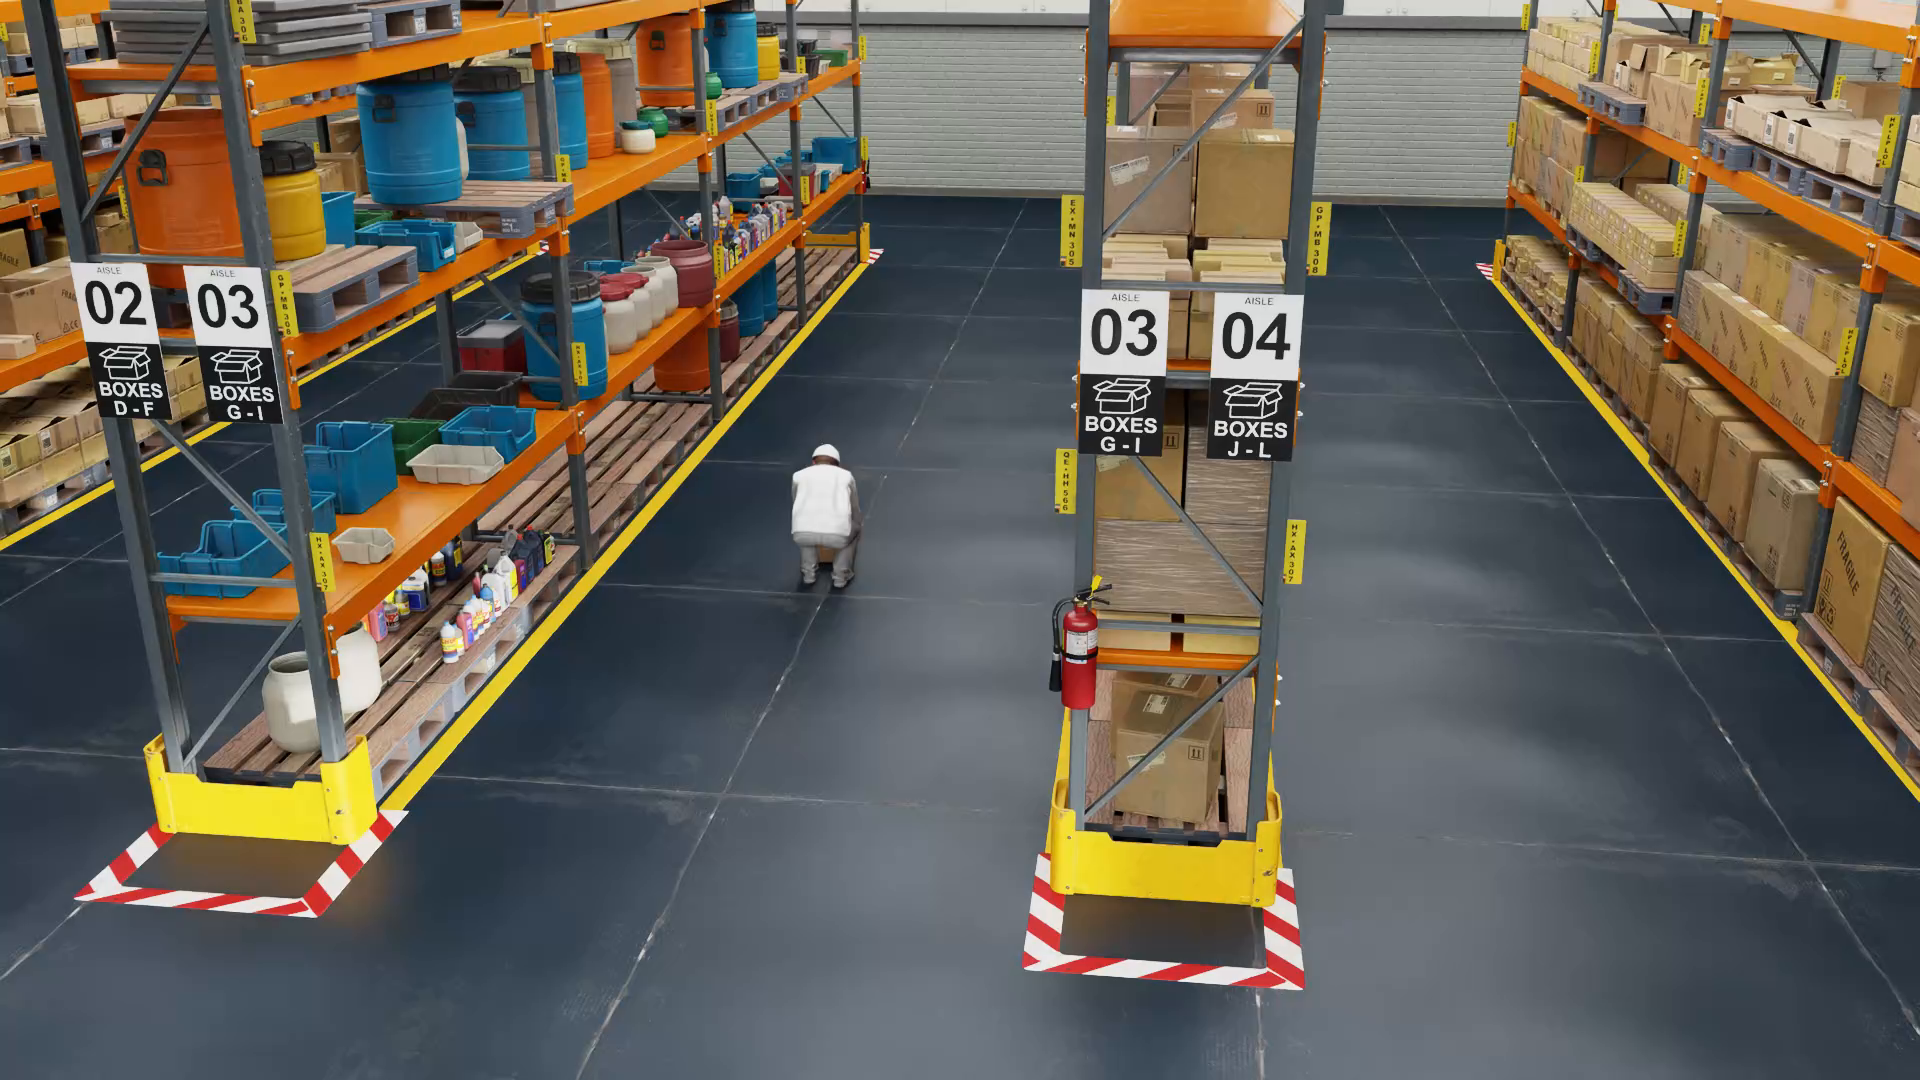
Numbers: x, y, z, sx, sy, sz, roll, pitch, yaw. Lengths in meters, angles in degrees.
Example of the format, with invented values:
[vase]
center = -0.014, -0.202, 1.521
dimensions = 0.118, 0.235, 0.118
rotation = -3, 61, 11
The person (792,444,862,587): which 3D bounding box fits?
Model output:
[person]
center = -1.030, -0.178, 12.694
dimensions = 0.535, 0.930, 0.912
rotation = 2, 21, 6
